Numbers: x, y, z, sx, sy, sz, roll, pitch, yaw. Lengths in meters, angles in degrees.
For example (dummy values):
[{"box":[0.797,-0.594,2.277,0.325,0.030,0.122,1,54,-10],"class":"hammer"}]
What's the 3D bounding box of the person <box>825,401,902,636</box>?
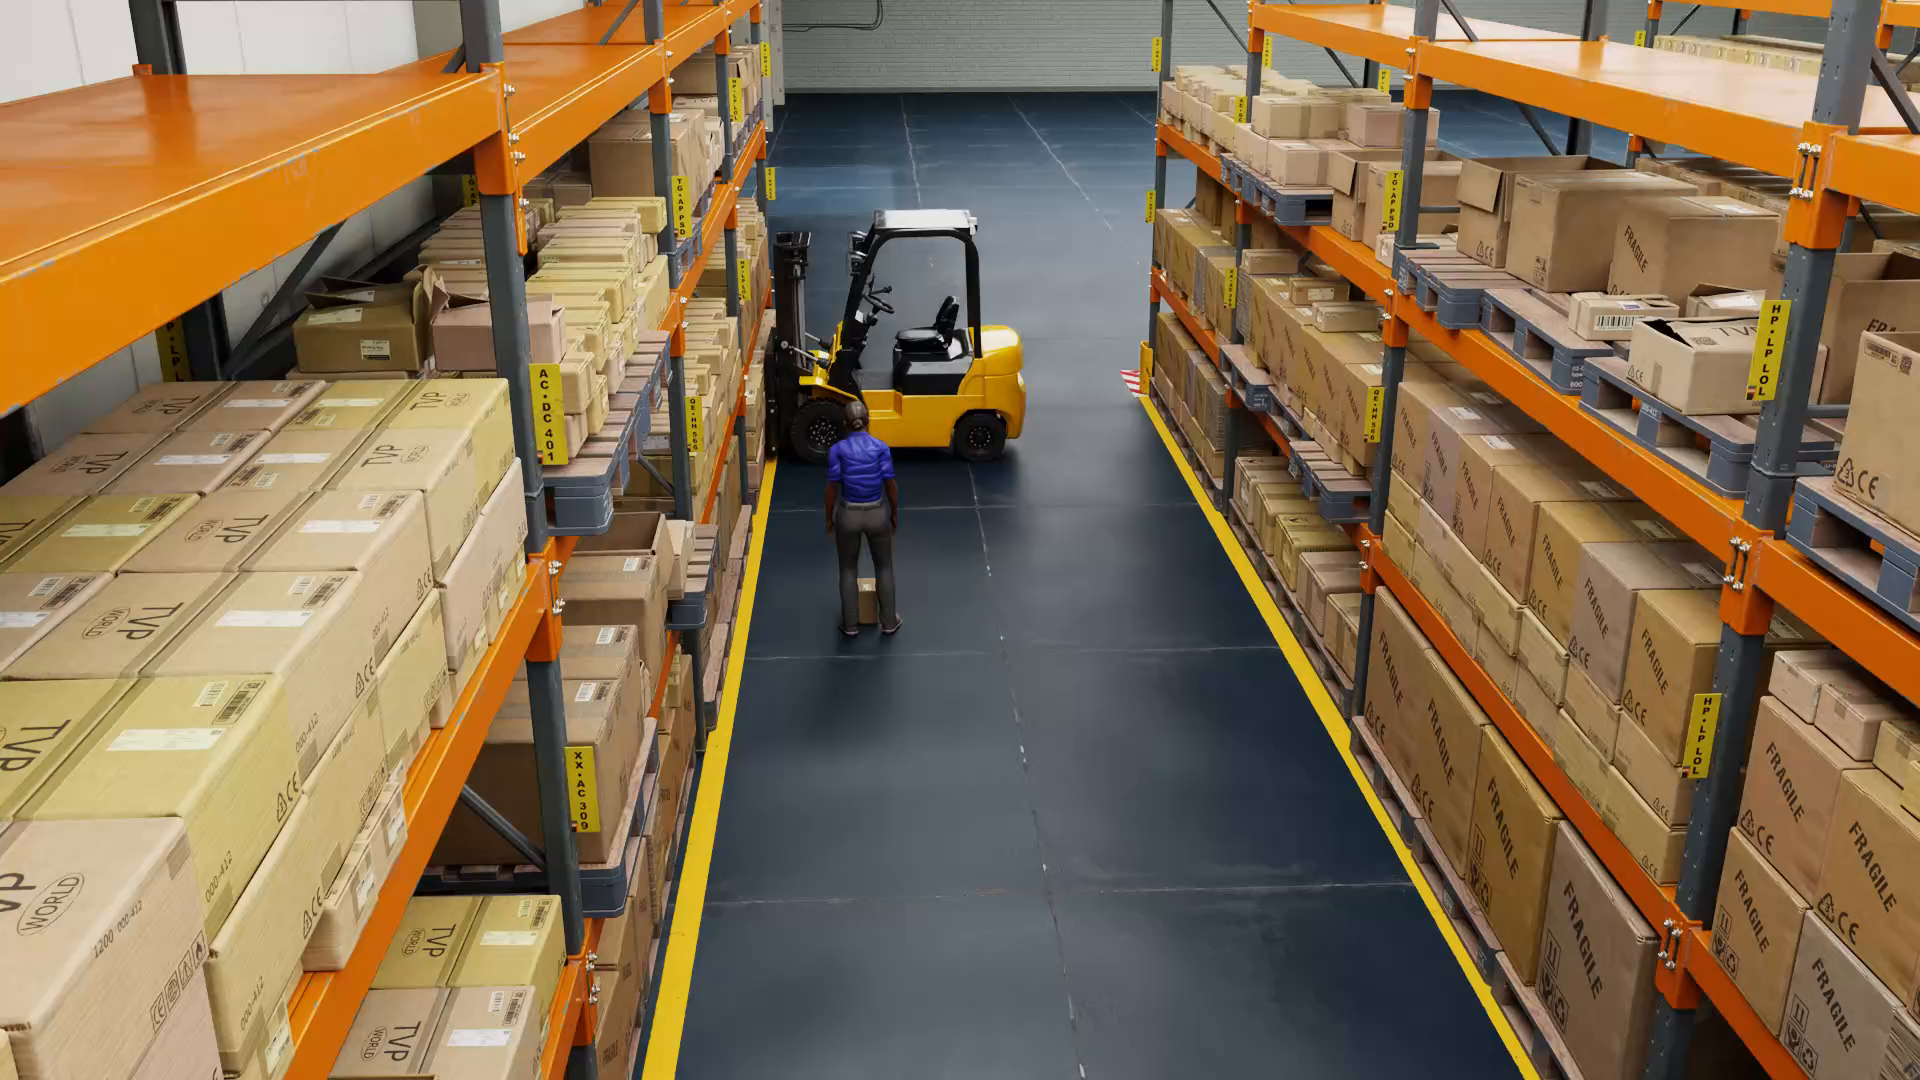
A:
[{"box":[-0.663,-0.143,11.465,0.521,1.655,0.350,-2,21,-6],"class":"person"}]
